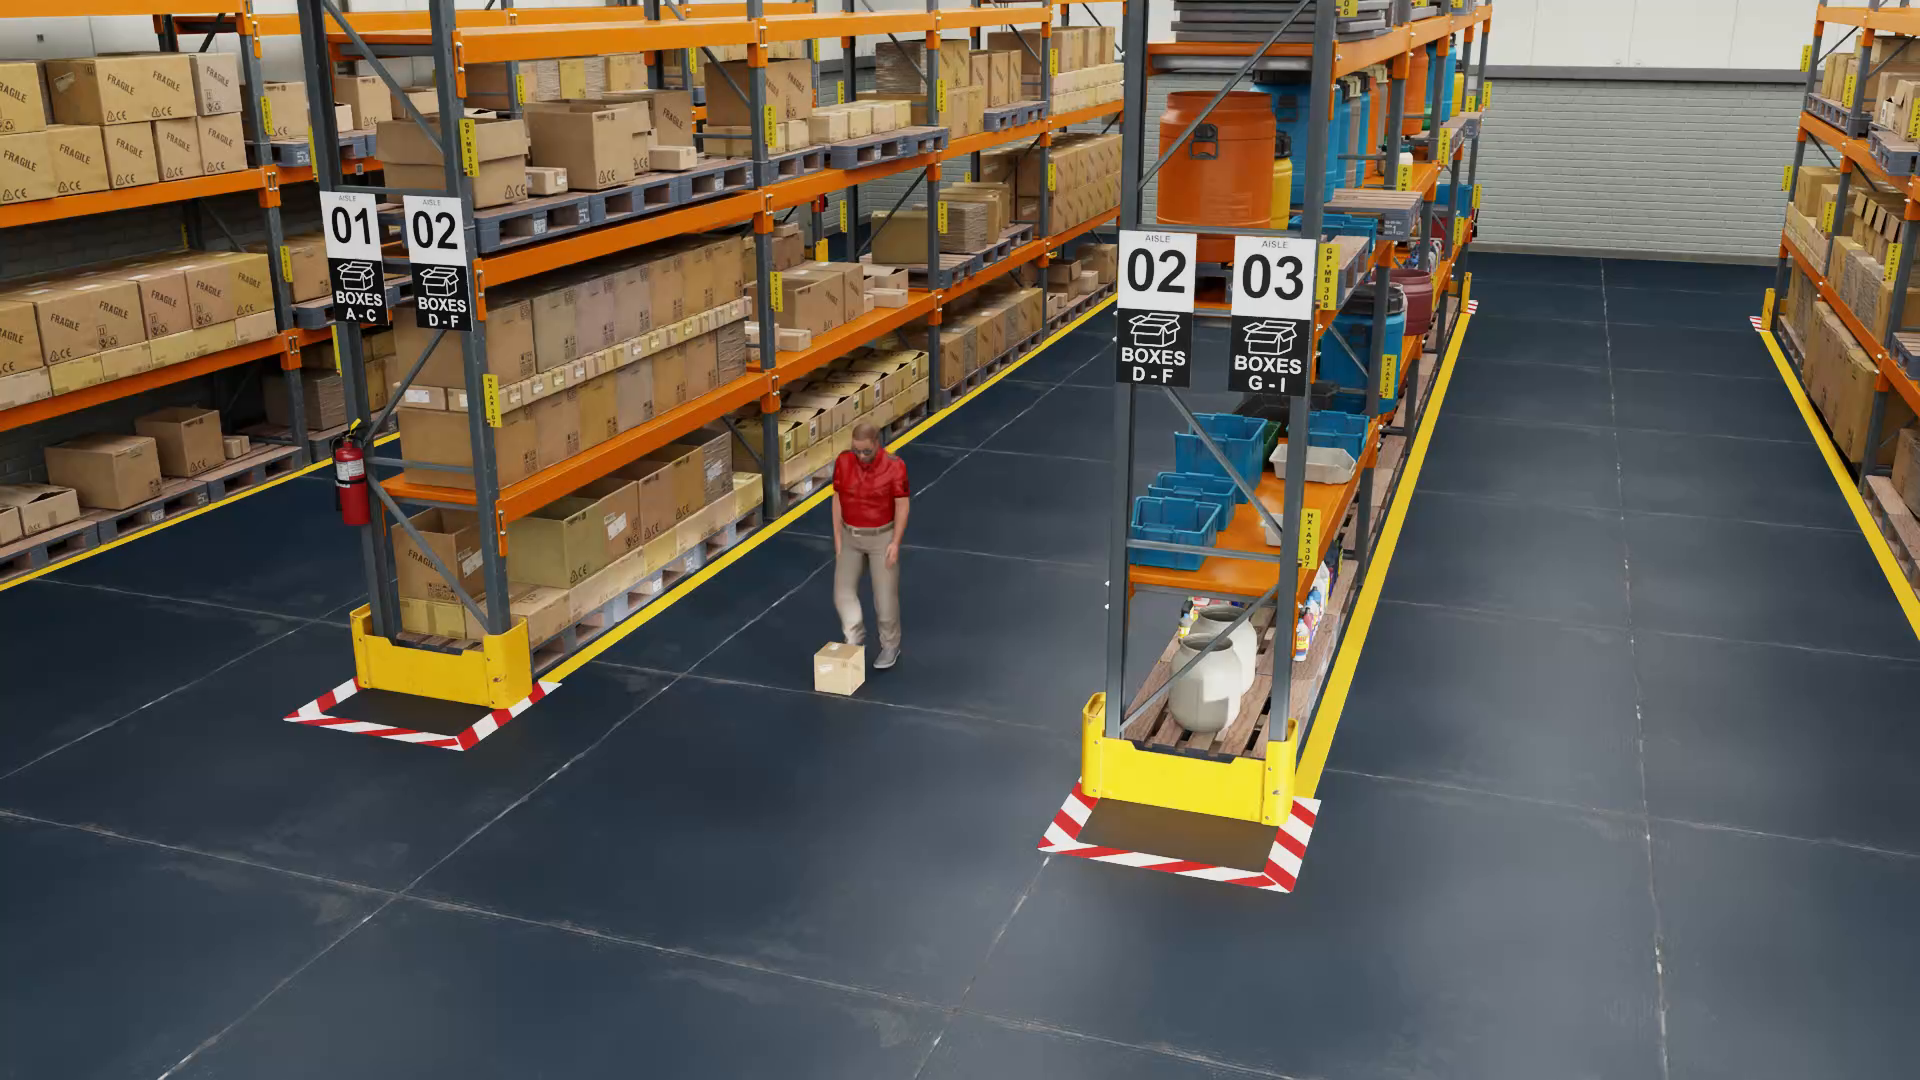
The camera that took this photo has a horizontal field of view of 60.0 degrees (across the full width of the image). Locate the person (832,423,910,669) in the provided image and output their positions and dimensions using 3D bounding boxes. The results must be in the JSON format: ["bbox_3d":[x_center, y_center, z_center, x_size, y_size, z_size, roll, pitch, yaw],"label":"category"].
[{"bbox_3d":[-0.594,0.018,11.120,0.553,1.687,0.410,7,20,20],"label":"person"}]
